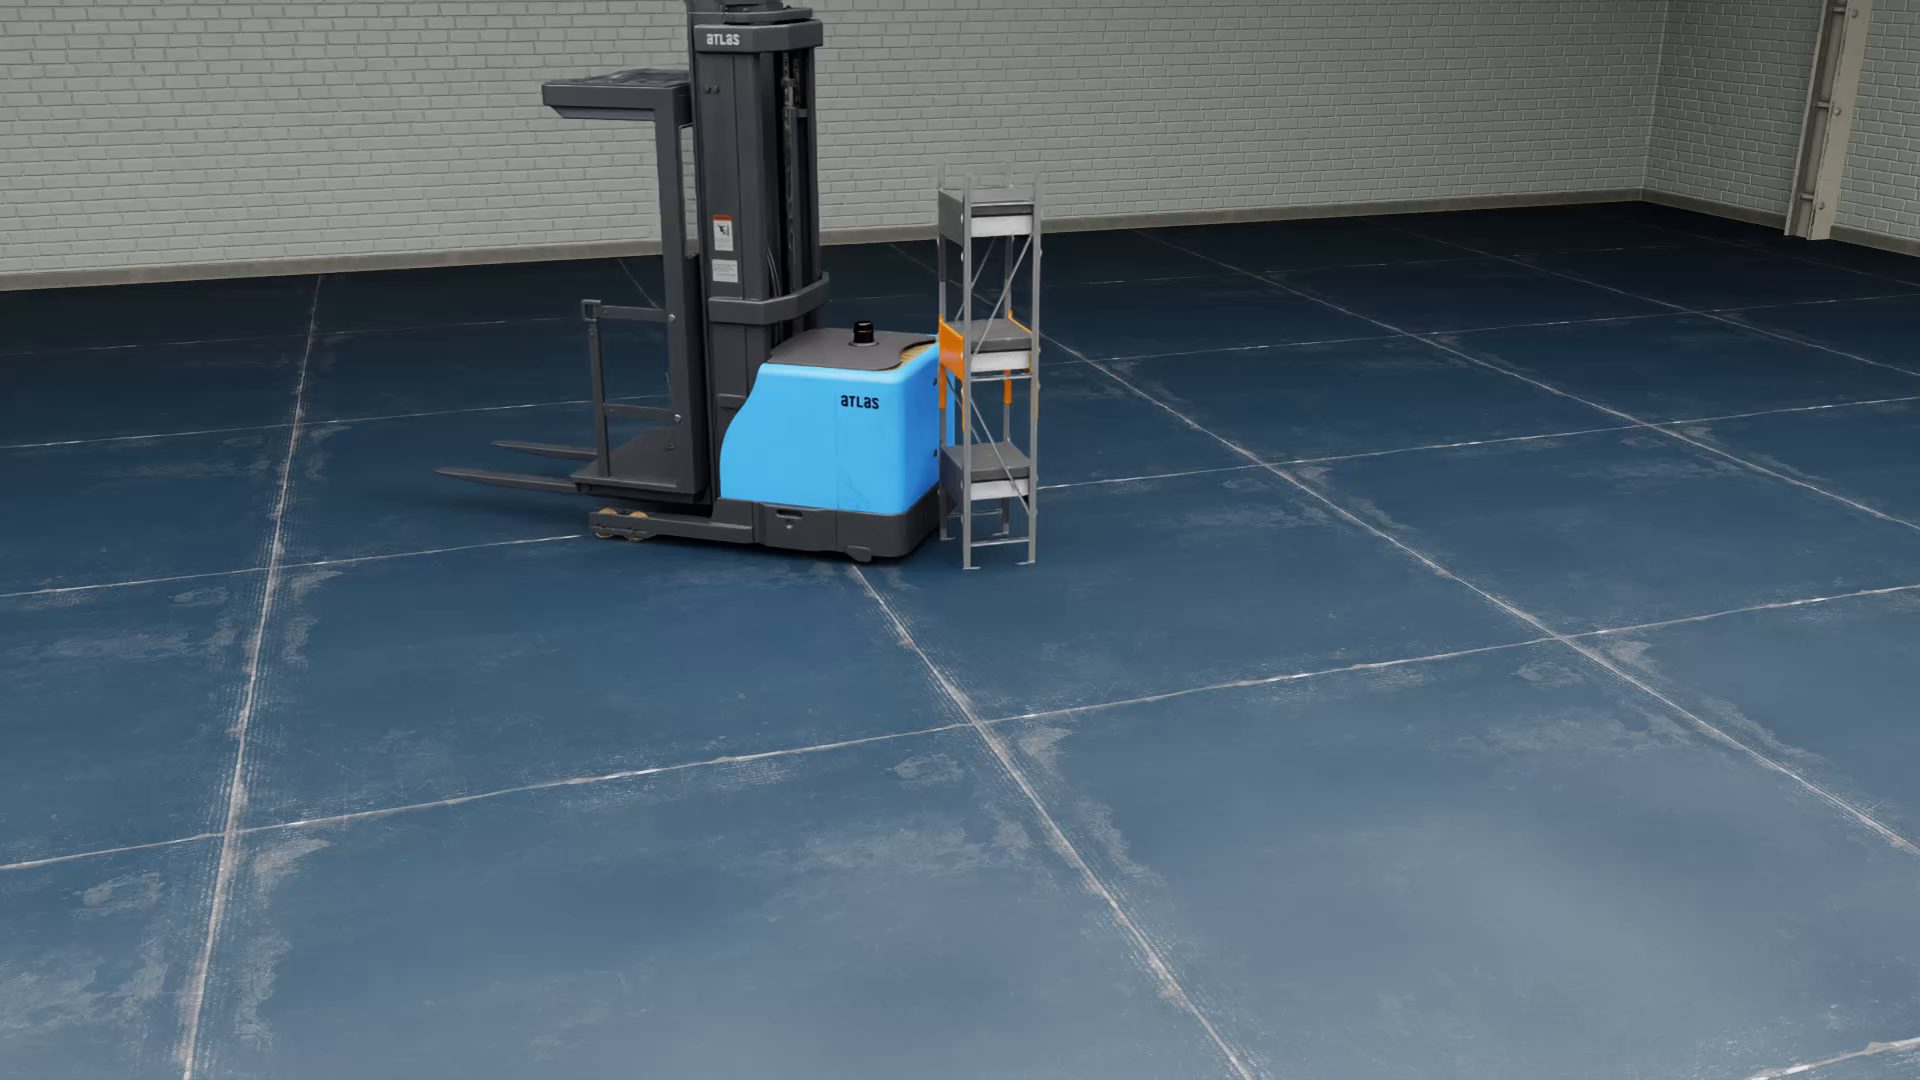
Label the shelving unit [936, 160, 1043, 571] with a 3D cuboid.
[{"bbox_3d":[0.148,-0.920,8.873,0.431,2.100,0.503,-5,20,-15],"label":"shelving unit"}]

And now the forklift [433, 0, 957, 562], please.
[{"bbox_3d":[-1.594,-1.531,9.344,3.031,2.935,1.130,6,21,16],"label":"forklift"}]

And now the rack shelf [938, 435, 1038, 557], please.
[{"bbox_3d":[0.148,-0.249,9.114,0.431,0.518,0.480,-5,20,-15],"label":"rack shelf"}]

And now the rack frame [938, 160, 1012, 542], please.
[{"bbox_3d":[0.081,-1.000,9.094,0.400,2.100,0.015,-5,20,-15],"label":"rack frame"}]

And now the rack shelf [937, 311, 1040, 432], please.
[{"bbox_3d":[0.148,-0.908,8.877,0.431,0.518,0.480,-5,20,-15],"label":"rack shelf"}]

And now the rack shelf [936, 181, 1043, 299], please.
[{"bbox_3d":[0.148,-1.566,8.641,0.431,0.518,0.480,-5,20,-15],"label":"rack shelf"}]

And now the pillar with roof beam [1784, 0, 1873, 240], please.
[{"bbox_3d":[5.666,-7.271,16.348,9.100,9.000,0.400,-6,21,-17],"label":"pillar with roof beam"}]

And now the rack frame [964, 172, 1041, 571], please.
[{"bbox_3d":[0.214,-0.841,8.652,0.400,2.100,0.015,-5,20,-15],"label":"rack frame"}]
